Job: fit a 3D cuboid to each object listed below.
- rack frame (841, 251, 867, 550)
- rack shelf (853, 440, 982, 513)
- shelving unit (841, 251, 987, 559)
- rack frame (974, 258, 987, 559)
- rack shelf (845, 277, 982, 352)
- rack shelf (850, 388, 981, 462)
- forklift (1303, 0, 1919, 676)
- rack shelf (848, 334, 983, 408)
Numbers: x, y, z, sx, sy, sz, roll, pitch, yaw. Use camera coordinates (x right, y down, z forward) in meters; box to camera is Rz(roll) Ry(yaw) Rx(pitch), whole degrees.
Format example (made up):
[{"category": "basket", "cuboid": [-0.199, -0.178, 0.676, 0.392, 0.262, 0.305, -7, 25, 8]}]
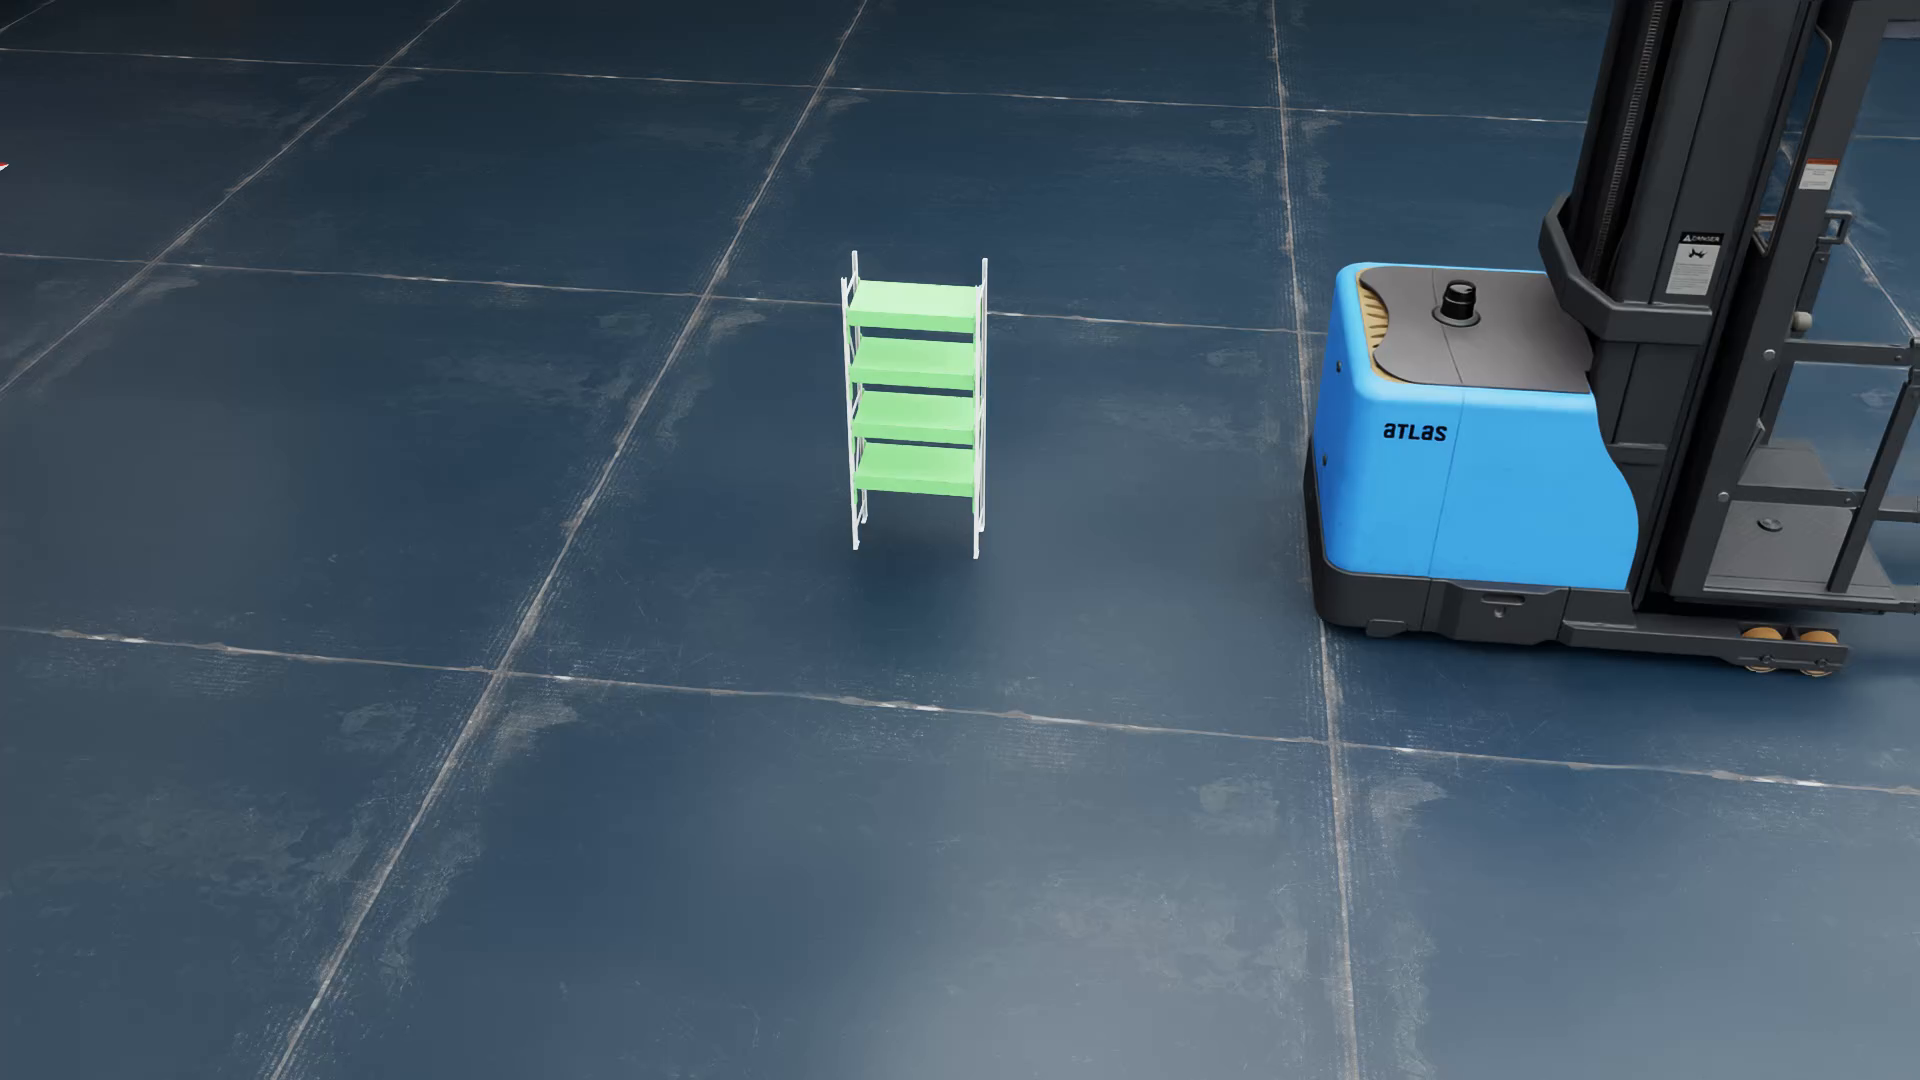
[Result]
[{"category": "rack frame", "cuboid": [-0.406, -0.519, 6.444, 0.015, 1.200, 0.240, 4, 36, 6]}, {"category": "rack shelf", "cuboid": [-0.164, -0.253, 6.595, 0.480, 0.148, 0.258, 4, 36, 6]}, {"category": "shelving unit", "cuboid": [-0.164, -0.501, 6.419, 0.503, 1.200, 0.258, 4, 36, 6]}, {"category": "rack frame", "cuboid": [0.078, -0.483, 6.393, 0.015, 1.200, 0.240, 4, 36, 6]}, {"category": "rack shelf", "cuboid": [-0.164, -0.839, 6.177, 0.480, 0.148, 0.258, 4, 36, 6]}, {"category": "rack shelf", "cuboid": [-0.164, -0.449, 6.456, 0.480, 0.148, 0.258, 4, 36, 6]}, {"category": "forklift", "cuboid": [2.891, -1.024, 5.662, 3.031, 2.935, 1.130, 4, 36, 5]}, {"category": "rack shelf", "cuboid": [-0.164, -0.644, 6.316, 0.480, 0.148, 0.258, 4, 36, 6]}]
